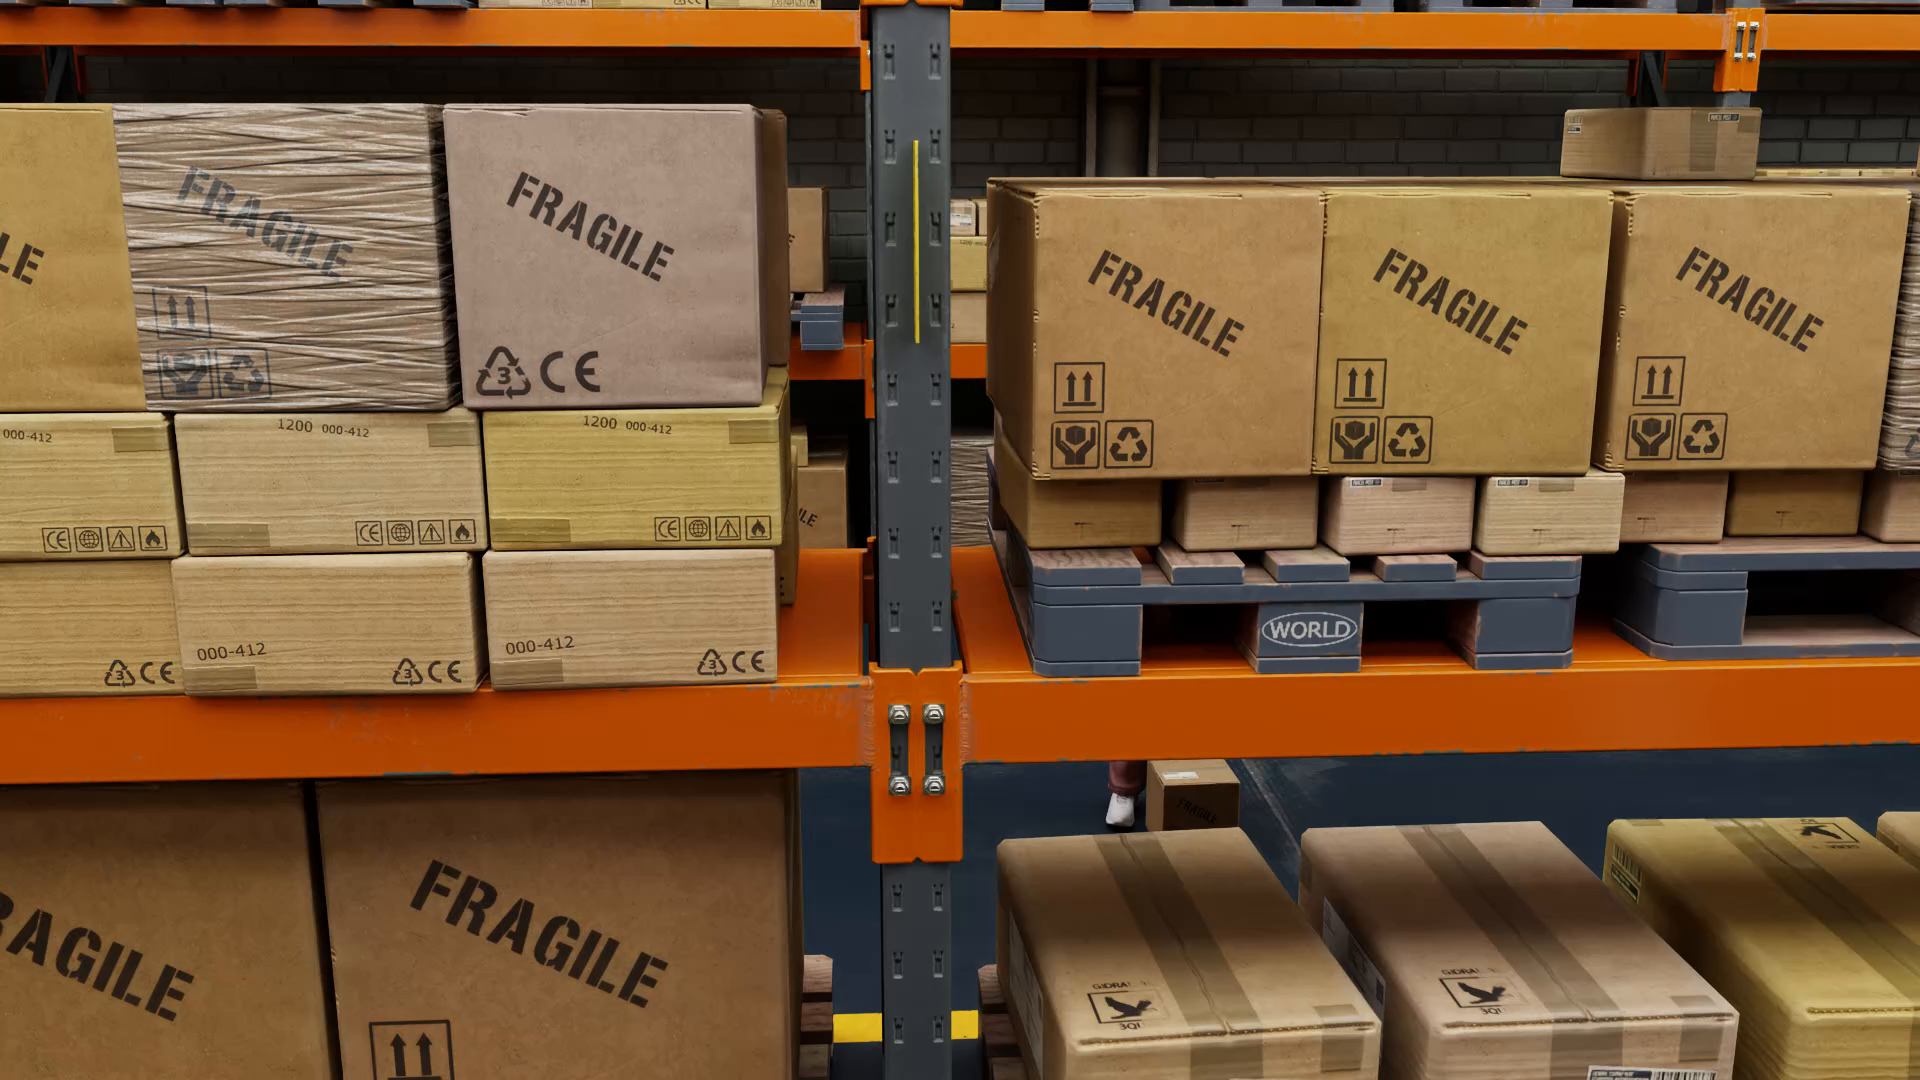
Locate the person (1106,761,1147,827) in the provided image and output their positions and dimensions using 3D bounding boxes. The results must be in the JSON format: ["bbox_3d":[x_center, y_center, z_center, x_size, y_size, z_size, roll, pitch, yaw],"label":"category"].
[{"bbox_3d":[0.738,0.118,5.509,0.516,1.673,0.354,-1,14,-6],"label":"person"}]
